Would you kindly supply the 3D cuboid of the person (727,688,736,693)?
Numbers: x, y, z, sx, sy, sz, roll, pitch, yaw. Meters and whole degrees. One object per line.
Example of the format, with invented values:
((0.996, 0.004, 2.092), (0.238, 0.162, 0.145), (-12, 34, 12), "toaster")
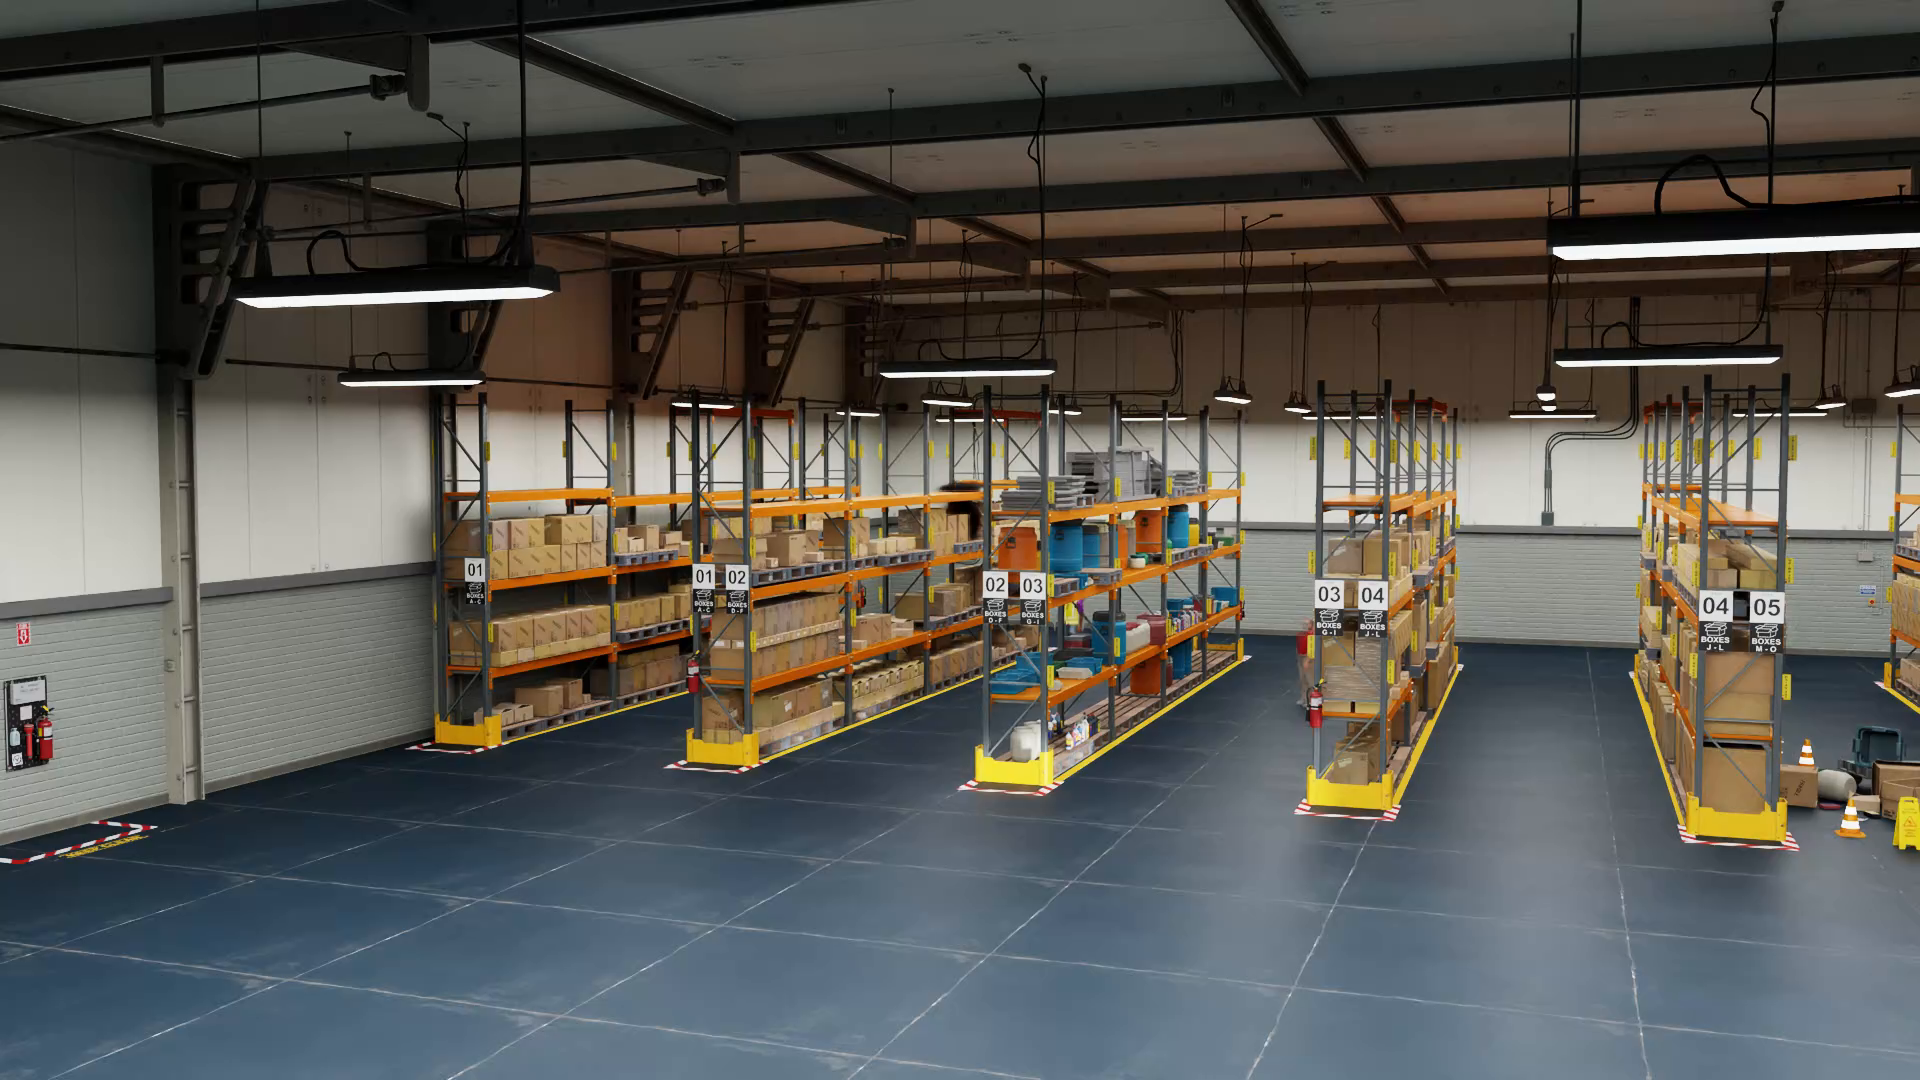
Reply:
((-4.376, 2.330, 33.123), (0.497, 1.782, 0.554), (-2, 4, -33), "person")

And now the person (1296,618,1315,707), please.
((6.861, 2.396, 32.707), (0.460, 1.722, 0.585), (0, 3, -5), "person")

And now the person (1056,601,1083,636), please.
((2.567, 1.970, 38.651), (0.634, 1.712, 0.856), (1, 3, 17), "person")
